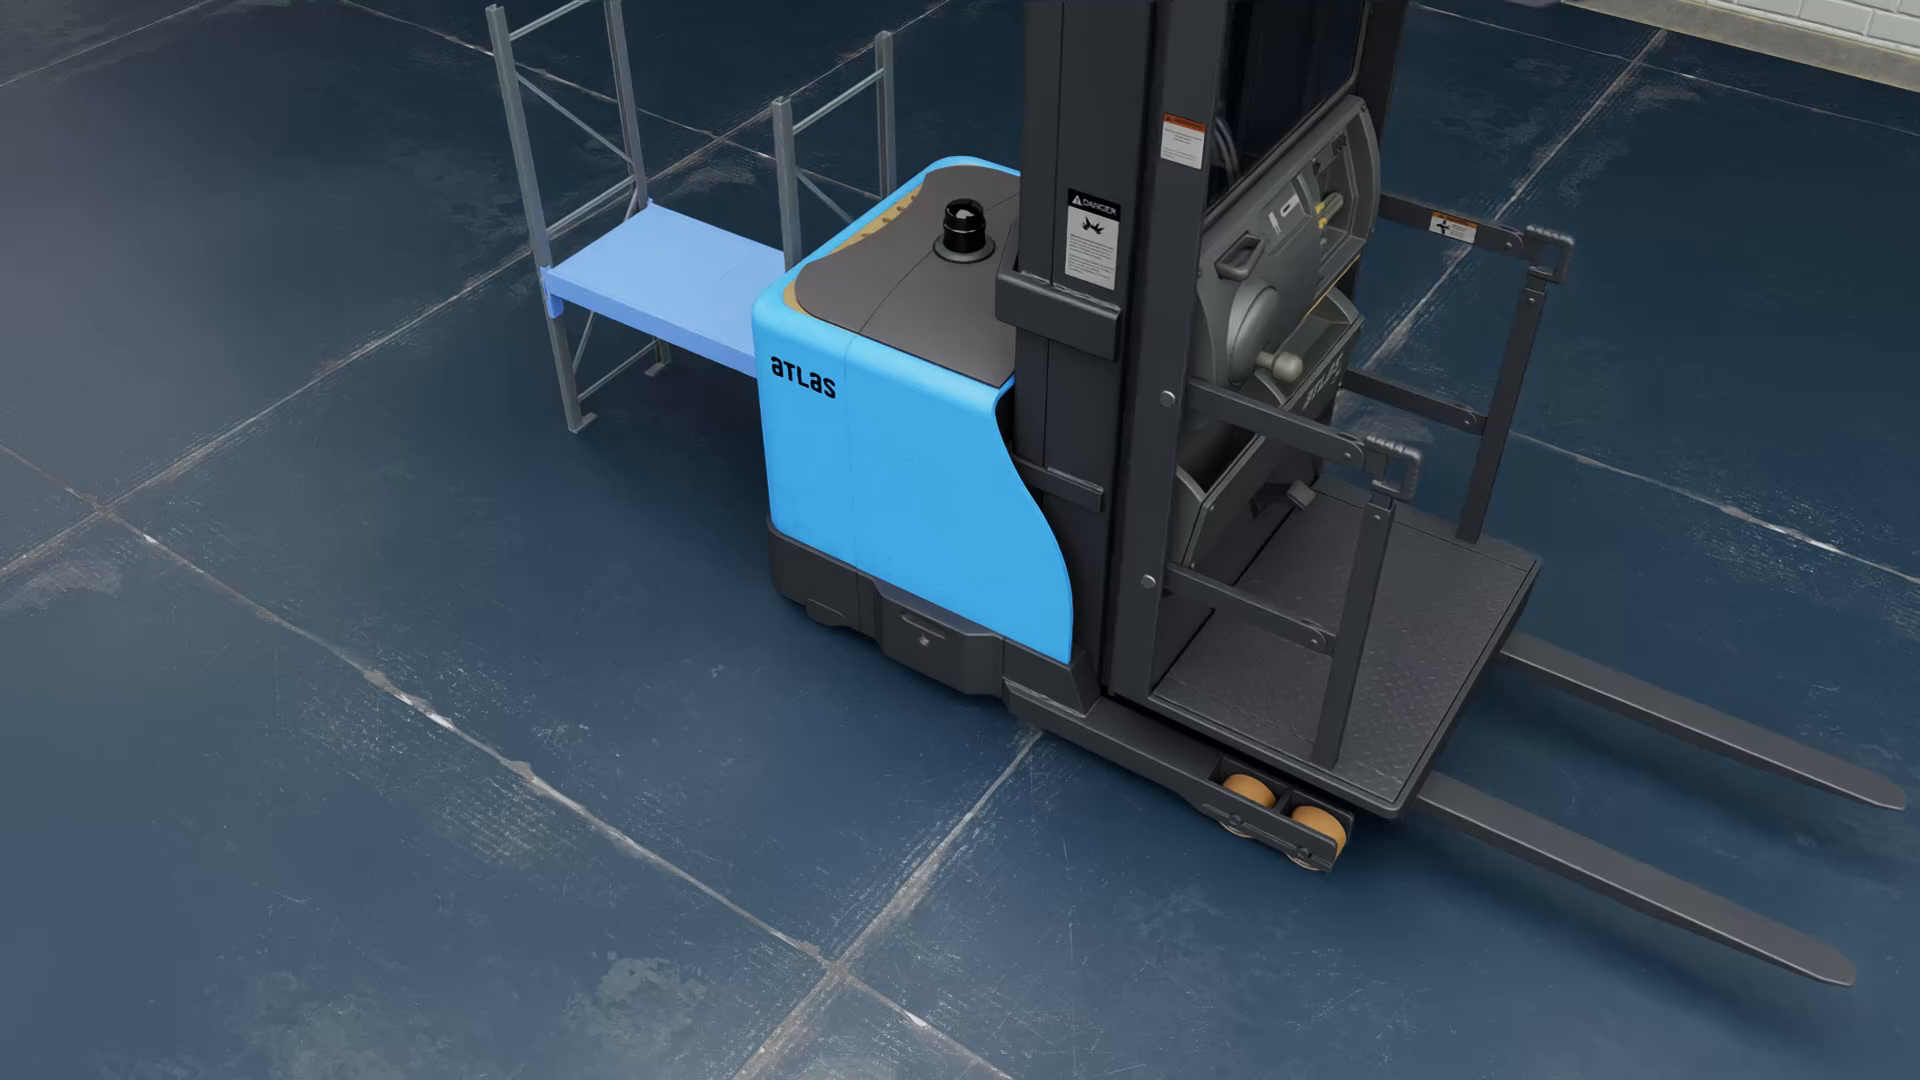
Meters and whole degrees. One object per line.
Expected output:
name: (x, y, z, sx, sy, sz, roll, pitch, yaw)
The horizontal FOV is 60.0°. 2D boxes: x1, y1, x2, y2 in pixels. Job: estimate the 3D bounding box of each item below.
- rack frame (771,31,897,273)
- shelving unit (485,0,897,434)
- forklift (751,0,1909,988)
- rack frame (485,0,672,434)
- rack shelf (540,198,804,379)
rack frame: (-0.334, -0.694, 4.901, 0.032, 1.500, 0.500, 24, 47, 24)
shelving unit: (-0.759, -0.879, 5.108, 1.048, 1.500, 0.538, 24, 47, 24)
forklift: (0.945, -0.649, 3.777, 3.031, 2.935, 1.130, 24, 47, 24)
rack frame: (-1.184, -1.065, 5.316, 0.032, 1.500, 0.500, 24, 47, 24)
rack shelf: (-0.759, -0.745, 5.228, 1.000, 0.185, 0.538, 24, 47, 24)
